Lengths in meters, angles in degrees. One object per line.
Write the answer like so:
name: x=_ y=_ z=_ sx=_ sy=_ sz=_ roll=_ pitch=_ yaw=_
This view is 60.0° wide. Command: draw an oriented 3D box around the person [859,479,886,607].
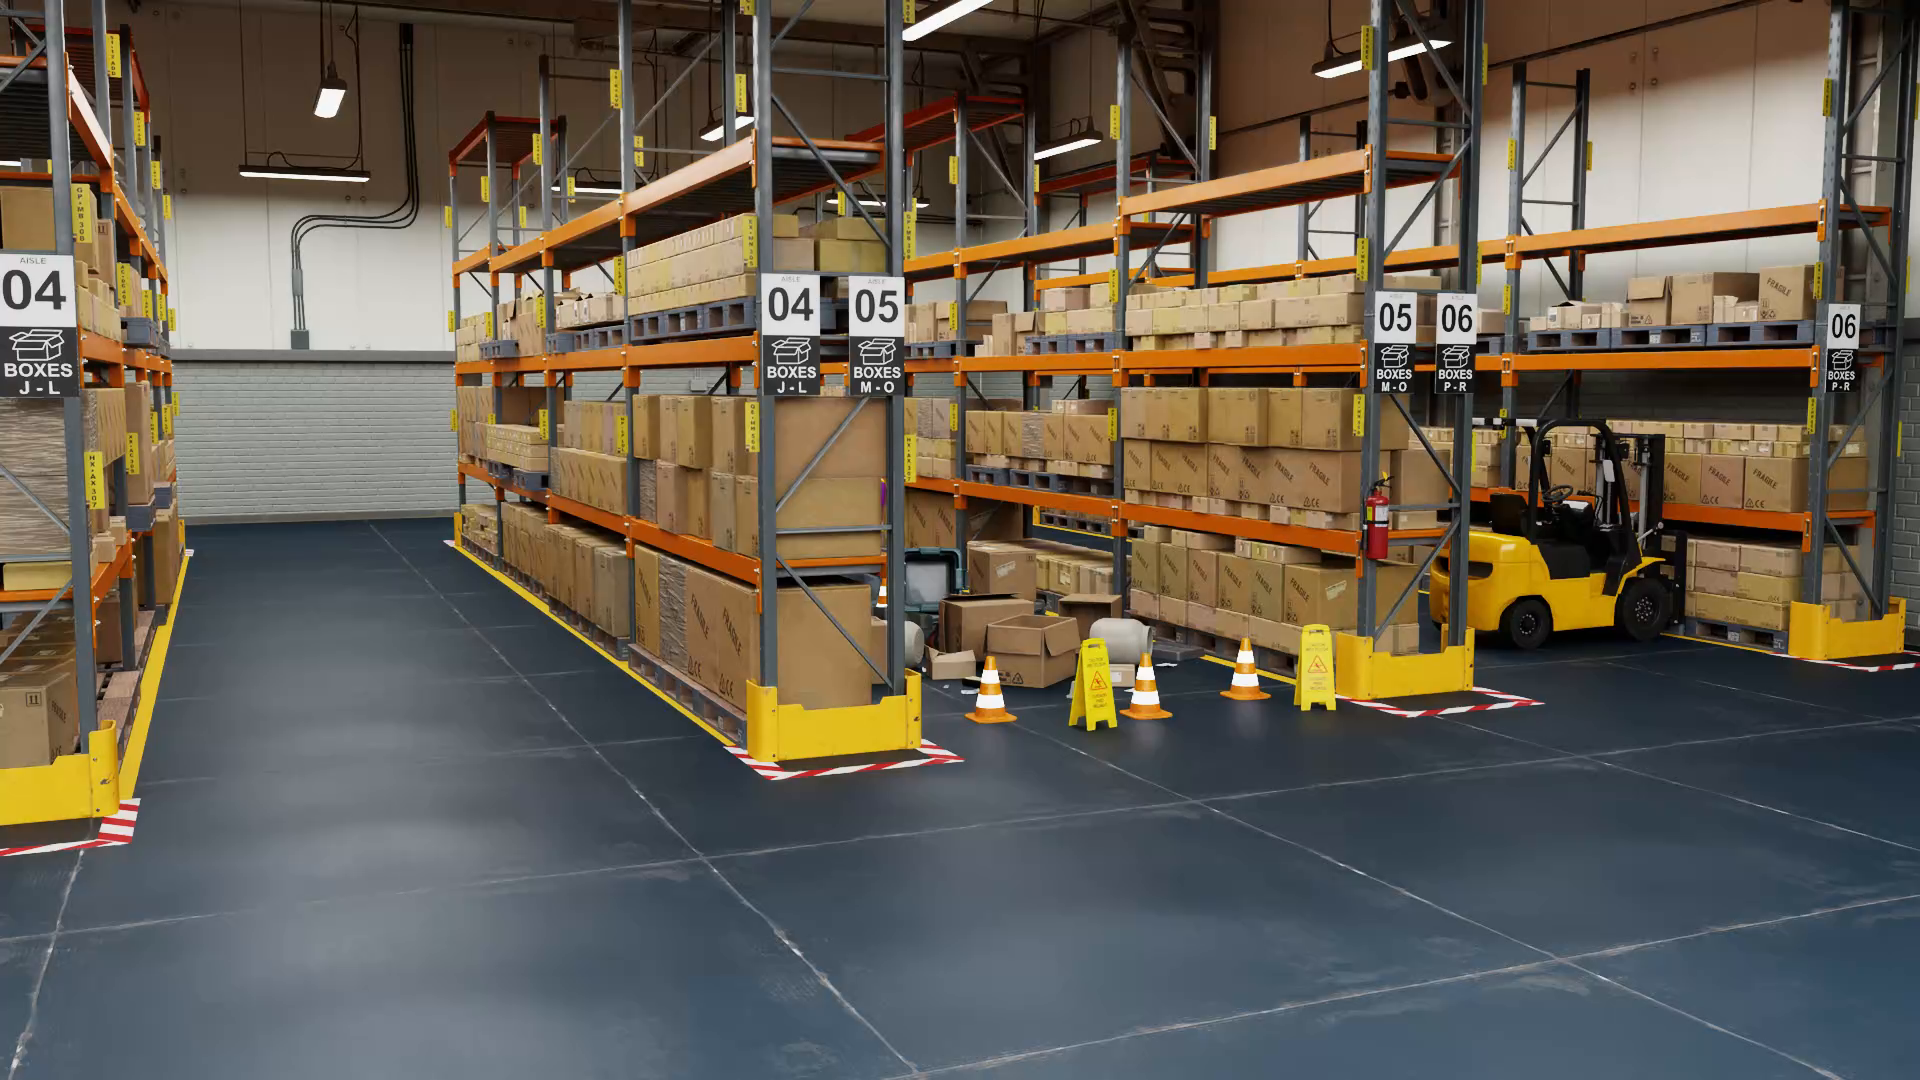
person: x=-1.019 y=-0.078 z=18.050 sx=0.370 sy=1.776 sz=0.567 roll=-2 pitch=6 yaw=-23
